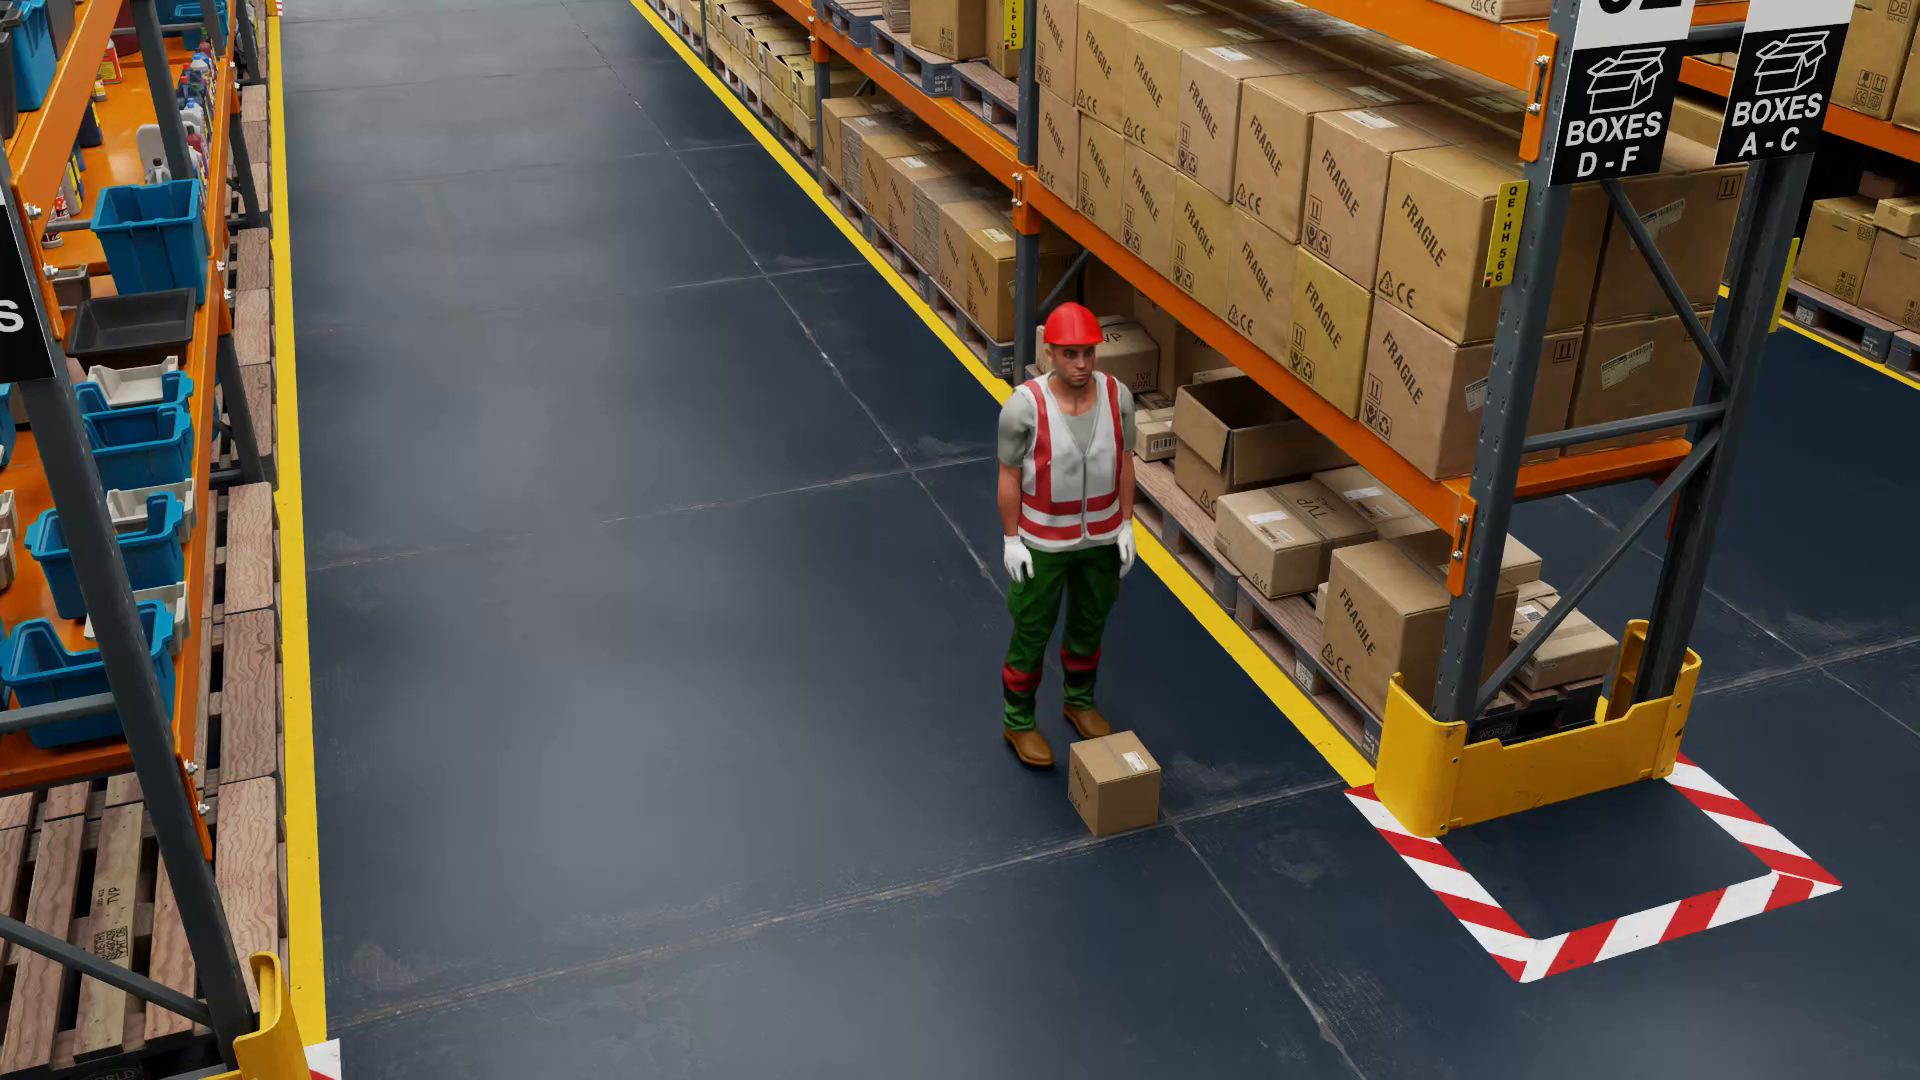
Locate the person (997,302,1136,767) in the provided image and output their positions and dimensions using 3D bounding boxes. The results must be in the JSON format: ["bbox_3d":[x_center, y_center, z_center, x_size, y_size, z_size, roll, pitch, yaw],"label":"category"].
[{"bbox_3d":[0.404,-0.006,6.093,0.522,1.793,0.374,-10,31,-17],"label":"person"}]
